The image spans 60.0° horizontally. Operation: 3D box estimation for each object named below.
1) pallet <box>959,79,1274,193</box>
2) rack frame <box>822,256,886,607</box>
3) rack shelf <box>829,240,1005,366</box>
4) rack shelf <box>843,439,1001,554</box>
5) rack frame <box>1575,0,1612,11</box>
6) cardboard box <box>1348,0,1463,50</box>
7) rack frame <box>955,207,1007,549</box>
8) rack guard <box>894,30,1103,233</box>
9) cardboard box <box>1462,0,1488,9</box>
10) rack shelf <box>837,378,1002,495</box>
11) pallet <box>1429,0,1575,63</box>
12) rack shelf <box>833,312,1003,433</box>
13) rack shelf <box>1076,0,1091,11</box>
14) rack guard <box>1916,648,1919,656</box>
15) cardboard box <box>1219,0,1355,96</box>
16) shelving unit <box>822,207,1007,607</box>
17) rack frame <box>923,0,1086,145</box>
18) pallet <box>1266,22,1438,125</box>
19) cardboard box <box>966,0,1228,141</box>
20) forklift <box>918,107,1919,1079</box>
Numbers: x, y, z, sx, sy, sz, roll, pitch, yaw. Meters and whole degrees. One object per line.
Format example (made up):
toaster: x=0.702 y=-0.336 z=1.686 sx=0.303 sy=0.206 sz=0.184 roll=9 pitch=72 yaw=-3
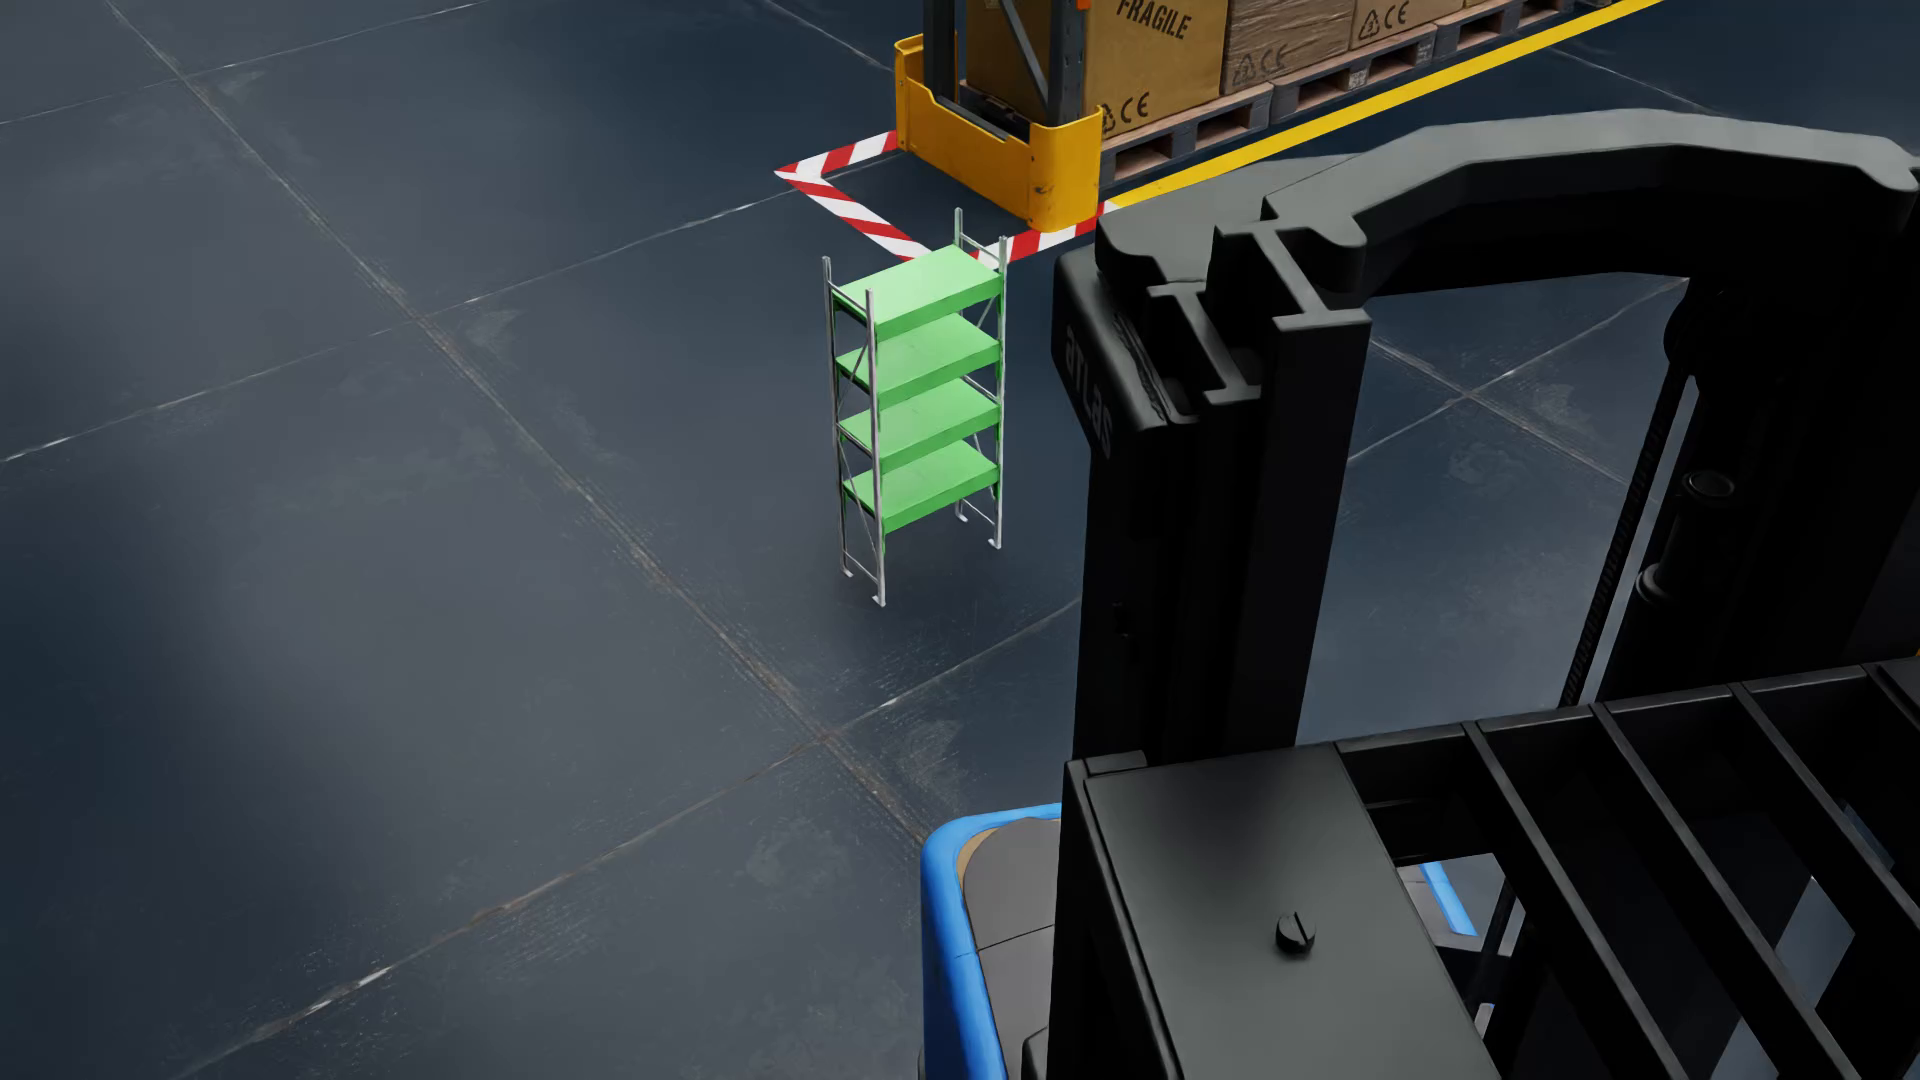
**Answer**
pallet: x=0.764 y=-2.151 z=8.206 sx=1.213 sy=0.211 sz=1.003 roll=-26 pitch=46 yaw=-28
rack frame: x=-0.325 y=-0.306 z=5.177 sx=0.015 sy=1.200 sz=0.240 roll=-26 pitch=46 yaw=-28
rack shelf: x=-0.131 y=-0.722 z=5.028 sx=0.480 sy=0.148 sz=0.258 roll=-26 pitch=46 yaw=-28
rack shelf: x=-0.131 y=-0.165 z=5.484 sx=0.480 sy=0.148 sz=0.258 roll=-26 pitch=46 yaw=-28
rack frame: x=3.349 y=-4.427 z=8.782 sx=0.127 sy=3.000 sz=1.000 roll=-26 pitch=46 yaw=-28
cardboard box: x=2.063 y=-3.205 z=8.636 sx=0.875 sy=0.875 sz=0.875 roll=-26 pitch=46 yaw=-28
rack frame: x=0.062 y=-0.494 z=5.406 sx=0.015 sy=1.200 sz=0.240 roll=-26 pitch=46 yaw=-28
rack guard: x=0.158 y=-1.905 z=7.679 sx=0.348 sy=0.500 sz=1.175 roll=-26 pitch=46 yaw=-28
cardboard box: x=2.777 y=-3.553 z=9.060 sx=0.875 sy=0.875 sz=0.875 roll=-26 pitch=46 yaw=-28
rack shelf: x=-0.131 y=-0.351 z=5.332 sx=0.480 sy=0.148 sz=0.258 roll=-26 pitch=46 yaw=-28
pallet: x=2.698 y=-3.094 z=9.356 sx=1.213 sy=0.211 sz=1.003 roll=-26 pitch=46 yaw=-28
rack shelf: x=-0.131 y=-0.536 z=5.180 sx=0.480 sy=0.148 sz=0.258 roll=-26 pitch=46 yaw=-28
rack shelf: x=1.763 y=-3.376 z=8.068 sx=4.000 sy=0.370 sz=1.077 roll=-26 pitch=46 yaw=-28
rack guard: x=3.184 y=0.592 z=4.634 sx=0.348 sy=0.500 sz=1.175 roll=-26 pitch=46 yaw=-28
cardboard box: x=1.358 y=-2.861 z=8.217 sx=0.875 sy=0.875 sz=0.875 roll=-26 pitch=46 yaw=-28
shelving unit: x=-0.131 y=-0.400 z=5.291 sx=0.503 sy=1.200 sz=0.258 roll=-26 pitch=46 yaw=-28
rack frame: x=0.177 y=-2.881 z=6.897 sx=0.127 sy=3.000 sz=1.000 roll=-26 pitch=46 yaw=-28
pallet: x=1.730 y=-2.620 z=8.778 sx=1.213 sy=0.211 sz=1.003 roll=-26 pitch=46 yaw=-28
cardboard box: x=0.636 y=-2.510 z=7.788 sx=0.875 sy=0.875 sz=0.875 roll=-26 pitch=46 yaw=-28
forklift: x=0.687 y=1.128 z=2.064 sx=1.130 sy=2.935 sz=3.031 roll=-7 pitch=40 yaw=-8
